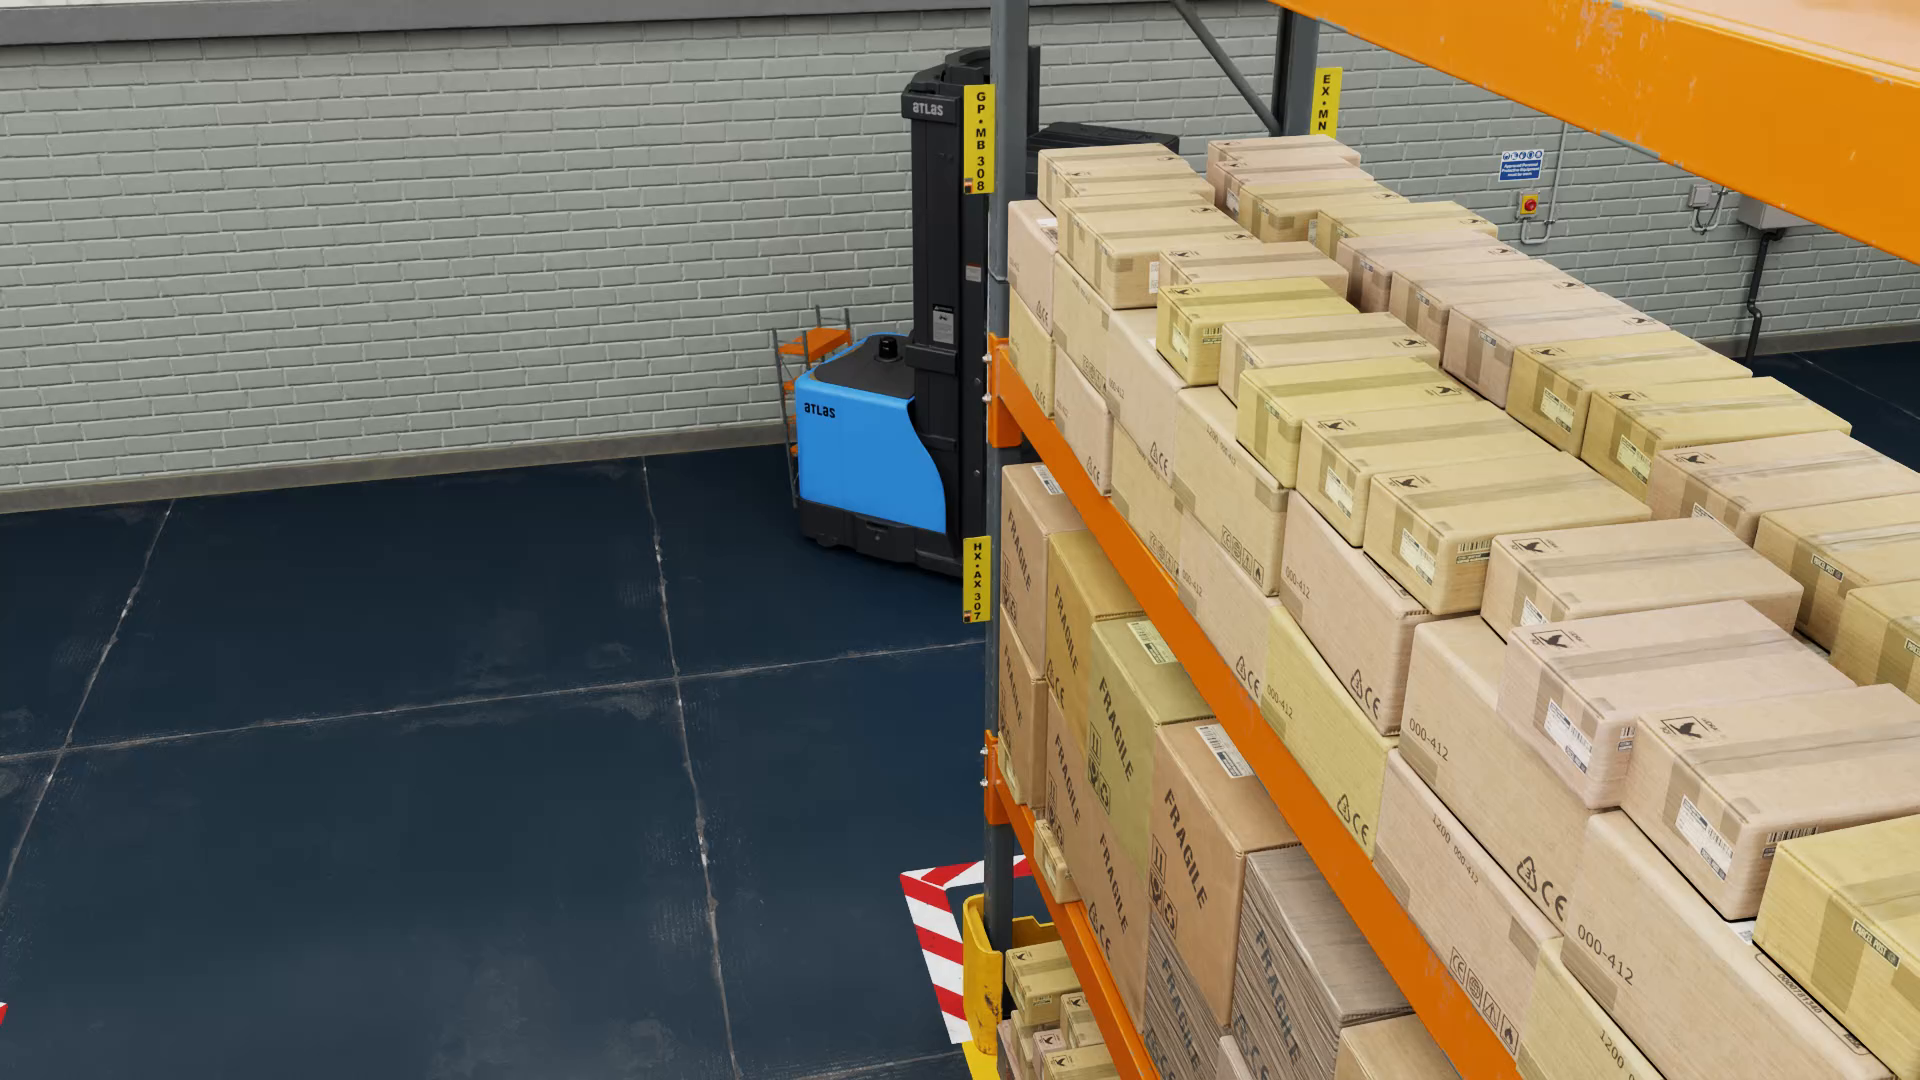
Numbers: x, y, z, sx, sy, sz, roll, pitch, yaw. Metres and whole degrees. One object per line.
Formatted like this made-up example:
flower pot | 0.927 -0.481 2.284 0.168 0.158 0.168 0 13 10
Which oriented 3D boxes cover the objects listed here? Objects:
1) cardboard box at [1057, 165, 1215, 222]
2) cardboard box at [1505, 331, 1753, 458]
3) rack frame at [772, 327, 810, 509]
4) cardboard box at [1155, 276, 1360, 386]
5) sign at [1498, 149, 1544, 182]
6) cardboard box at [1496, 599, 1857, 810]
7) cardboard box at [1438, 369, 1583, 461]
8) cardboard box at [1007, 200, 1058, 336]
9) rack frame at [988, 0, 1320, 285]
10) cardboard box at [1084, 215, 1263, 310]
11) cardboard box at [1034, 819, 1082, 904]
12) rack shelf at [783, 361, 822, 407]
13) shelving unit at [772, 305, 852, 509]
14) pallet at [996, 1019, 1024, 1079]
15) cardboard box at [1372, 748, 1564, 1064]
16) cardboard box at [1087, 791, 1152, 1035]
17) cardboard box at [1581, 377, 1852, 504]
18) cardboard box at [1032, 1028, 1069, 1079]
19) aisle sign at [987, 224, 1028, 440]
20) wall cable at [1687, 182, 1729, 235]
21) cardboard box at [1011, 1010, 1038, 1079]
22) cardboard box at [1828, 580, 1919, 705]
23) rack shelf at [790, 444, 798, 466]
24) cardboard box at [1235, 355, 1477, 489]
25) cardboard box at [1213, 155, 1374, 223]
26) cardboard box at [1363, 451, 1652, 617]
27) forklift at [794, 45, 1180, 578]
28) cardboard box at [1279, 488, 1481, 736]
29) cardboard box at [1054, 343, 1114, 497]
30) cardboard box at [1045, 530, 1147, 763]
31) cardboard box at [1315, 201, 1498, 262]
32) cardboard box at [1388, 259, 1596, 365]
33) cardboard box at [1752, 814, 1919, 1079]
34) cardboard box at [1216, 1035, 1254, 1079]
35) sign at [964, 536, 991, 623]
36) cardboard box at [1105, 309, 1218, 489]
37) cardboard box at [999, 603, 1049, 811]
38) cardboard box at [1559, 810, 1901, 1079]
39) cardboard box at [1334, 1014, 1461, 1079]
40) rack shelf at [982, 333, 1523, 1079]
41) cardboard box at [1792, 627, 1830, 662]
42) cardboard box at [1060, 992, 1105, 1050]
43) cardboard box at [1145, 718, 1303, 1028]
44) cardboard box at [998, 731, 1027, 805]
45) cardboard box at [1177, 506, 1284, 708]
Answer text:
cardboard box | 0.481 -0.927 4.597 0.380 0.149 0.250 -5 27 -10
cardboard box | 1.341 -0.297 3.350 0.380 0.149 0.250 -7 28 -13
rack frame | -0.999 -0.736 10.355 0.240 1.200 0.015 9 28 27
cardboard box | 0.653 -0.465 3.683 0.380 0.149 0.250 -5 27 -10
sign | 4.036 -2.695 11.960 0.327 0.218 0.001 -6 27 -12
cardboard box | 0.989 0.223 2.320 0.380 0.149 0.250 -6 27 -12
cardboard box | 1.274 -0.179 3.558 0.500 0.250 0.500 -7 28 -14
cardboard box | 0.438 -0.804 4.797 0.500 0.250 0.500 -6 27 -11
rack frame | 0.590 -2.210 4.642 1.000 3.000 0.127 -6 27 -12
cardboard box | 0.525 -0.693 4.135 0.380 0.149 0.250 -6 27 -11
cardboard box | 0.450 0.986 5.245 0.380 0.149 0.250 -7 28 -13
rack shelf | -0.894 -0.974 10.482 0.258 0.148 0.480 9 28 27
shelving unit | -0.883 -0.832 10.547 0.258 1.200 0.503 9 28 27
pallet | 0.756 2.106 5.843 1.003 0.211 1.213 -6 27 -12
cardboard box | 1.017 0.543 2.682 0.500 0.250 0.500 -6 27 -12
cardboard box | 0.666 0.964 4.570 0.500 0.500 0.500 -6 27 -11
cardboard box | 1.413 -0.184 3.125 0.380 0.149 0.250 -5 27 -9
cardboard box | 0.465 1.802 5.718 0.380 0.149 0.250 -6 27 -12
aisle sign | 0.282 -0.694 5.412 0.394 0.787 0.004 -6 27 -12
wall cable | 5.476 -3.155 12.044 0.588 1.984 0.122 -6 27 -12
cardboard box | 0.396 1.816 6.022 0.380 0.149 0.250 -5 27 -11
cardboard box | 1.522 0.171 2.423 0.380 0.149 0.250 -6 27 -12
rack shelf | -0.865 -0.591 10.657 0.258 0.148 0.480 9 28 27
cardboard box | 0.761 -0.233 3.224 0.380 0.149 0.250 -6 27 -12
cardboard box | 0.933 -0.973 4.690 0.380 0.149 0.250 -6 27 -11
cardboard box | 0.912 -0.016 2.793 0.380 0.149 0.250 -7 28 -14
forklift | 0.554 -1.174 9.323 3.031 2.935 1.130 14 30 25
cardboard box | 0.912 0.094 3.018 0.500 0.250 0.500 -5 27 -9
cardboard box | 0.557 -0.350 4.451 0.500 0.250 0.500 -5 27 -10
cardboard box | 0.553 0.289 4.798 0.500 0.500 0.500 -5 27 -10
cardboard box | 1.135 -0.754 4.254 0.380 0.149 0.250 -6 27 -11
cardboard box | 1.209 -0.524 3.799 0.380 0.149 0.250 -5 27 -10
cardboard box | 1.155 0.441 1.888 0.380 0.149 0.250 -7 28 -14
cardboard box | 0.881 1.416 3.674 0.500 0.500 0.500 -6 27 -12
sign | 0.062 0.136 5.690 0.100 0.325 0.005 -6 27 -12
cardboard box | 0.657 -0.356 3.910 0.500 0.250 0.500 -6 27 -11
cardboard box | 0.422 0.515 5.459 0.500 0.500 0.500 -5 27 -9
cardboard box | 1.140 0.552 2.111 0.500 0.250 0.500 -7 28 -14
cardboard box | 1.001 1.195 3.003 0.500 0.500 0.500 -7 28 -13
rack shelf | 1.041 0.328 3.741 1.077 0.370 4.000 -6 27 -12
cardboard box | 1.509 0.274 2.662 0.500 0.250 0.500 -6 27 -12
cardboard box | 0.557 1.661 5.668 0.380 0.149 0.250 -5 27 -11
cardboard box | 0.767 0.743 3.899 0.500 0.500 0.500 -7 28 -13
cardboard box | 0.344 0.755 5.703 0.380 0.149 0.250 -6 27 -12
cardboard box | 0.791 0.103 3.555 0.500 0.250 0.500 -6 27 -12
